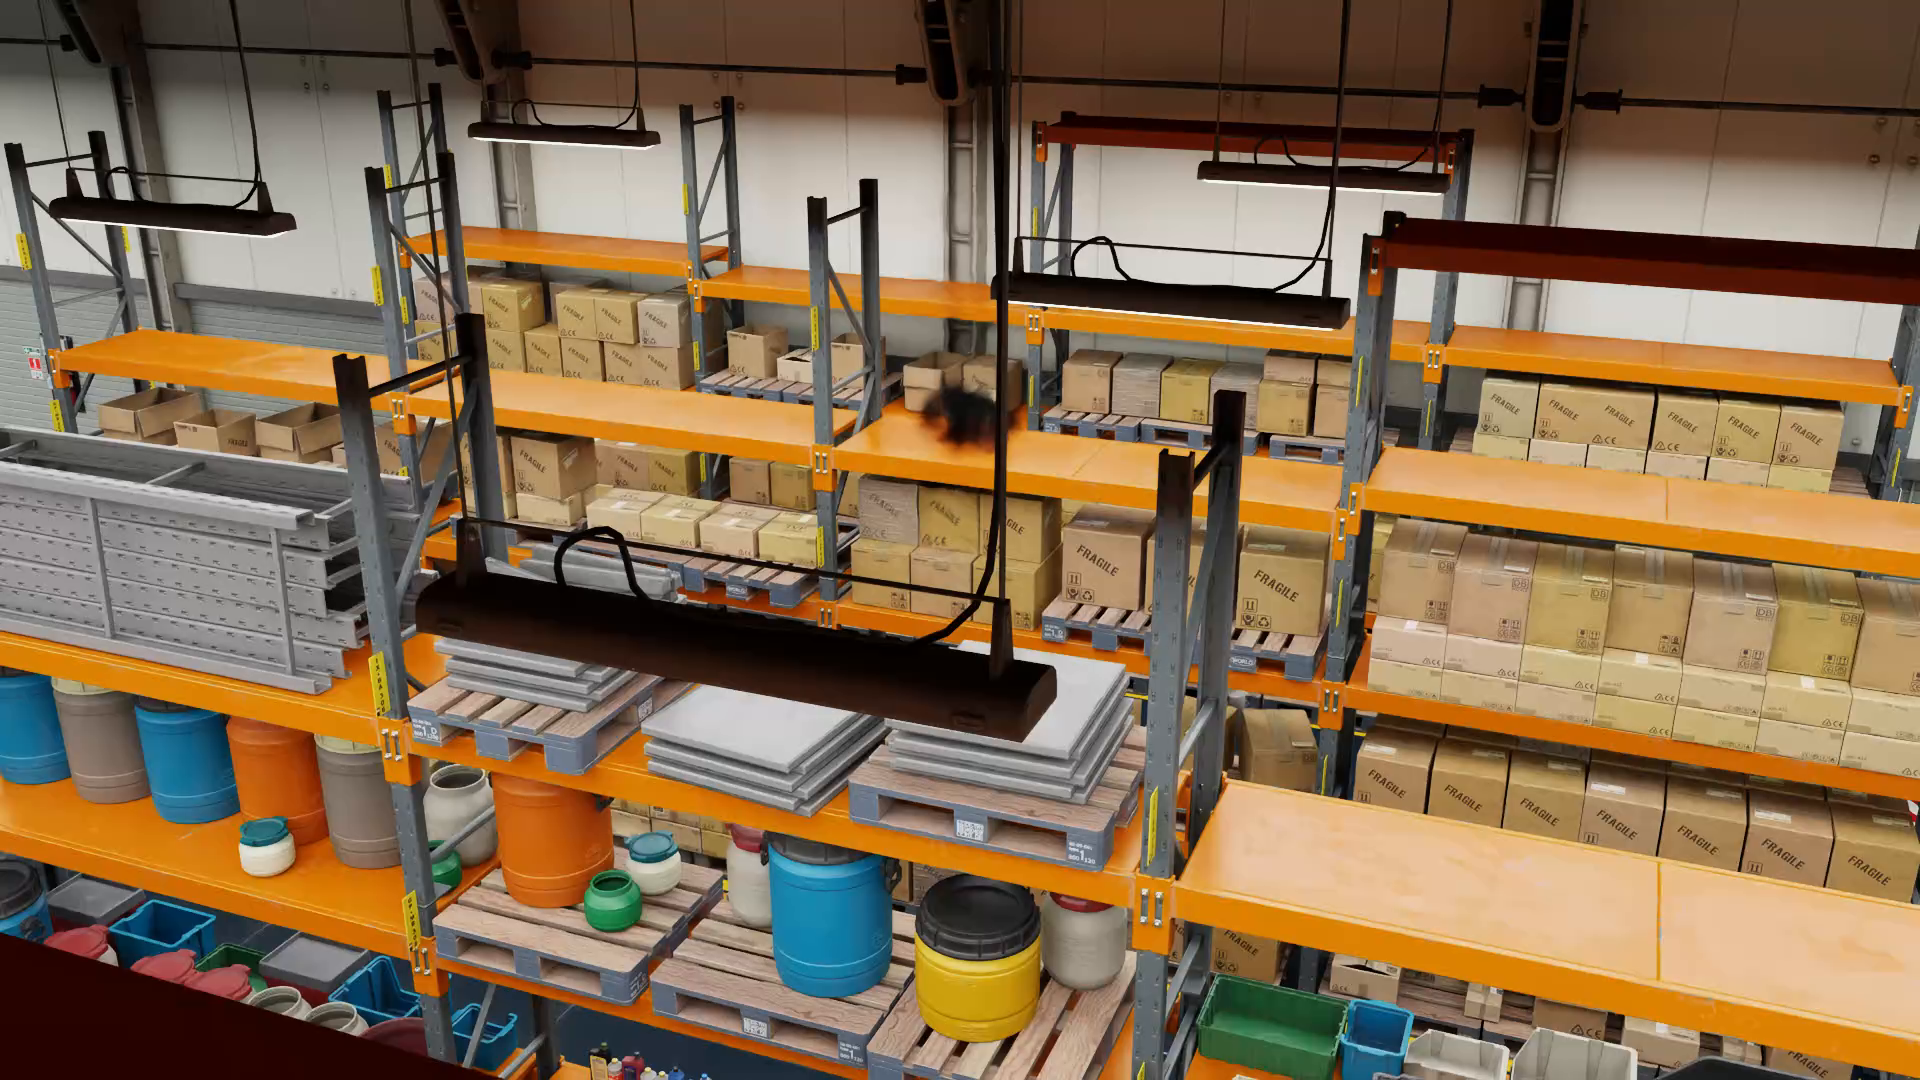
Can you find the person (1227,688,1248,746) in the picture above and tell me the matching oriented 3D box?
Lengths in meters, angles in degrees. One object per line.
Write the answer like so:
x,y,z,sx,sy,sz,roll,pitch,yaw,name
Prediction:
2.502,1.489,15.490,0.791,1.737,0.593,4,21,9,person
